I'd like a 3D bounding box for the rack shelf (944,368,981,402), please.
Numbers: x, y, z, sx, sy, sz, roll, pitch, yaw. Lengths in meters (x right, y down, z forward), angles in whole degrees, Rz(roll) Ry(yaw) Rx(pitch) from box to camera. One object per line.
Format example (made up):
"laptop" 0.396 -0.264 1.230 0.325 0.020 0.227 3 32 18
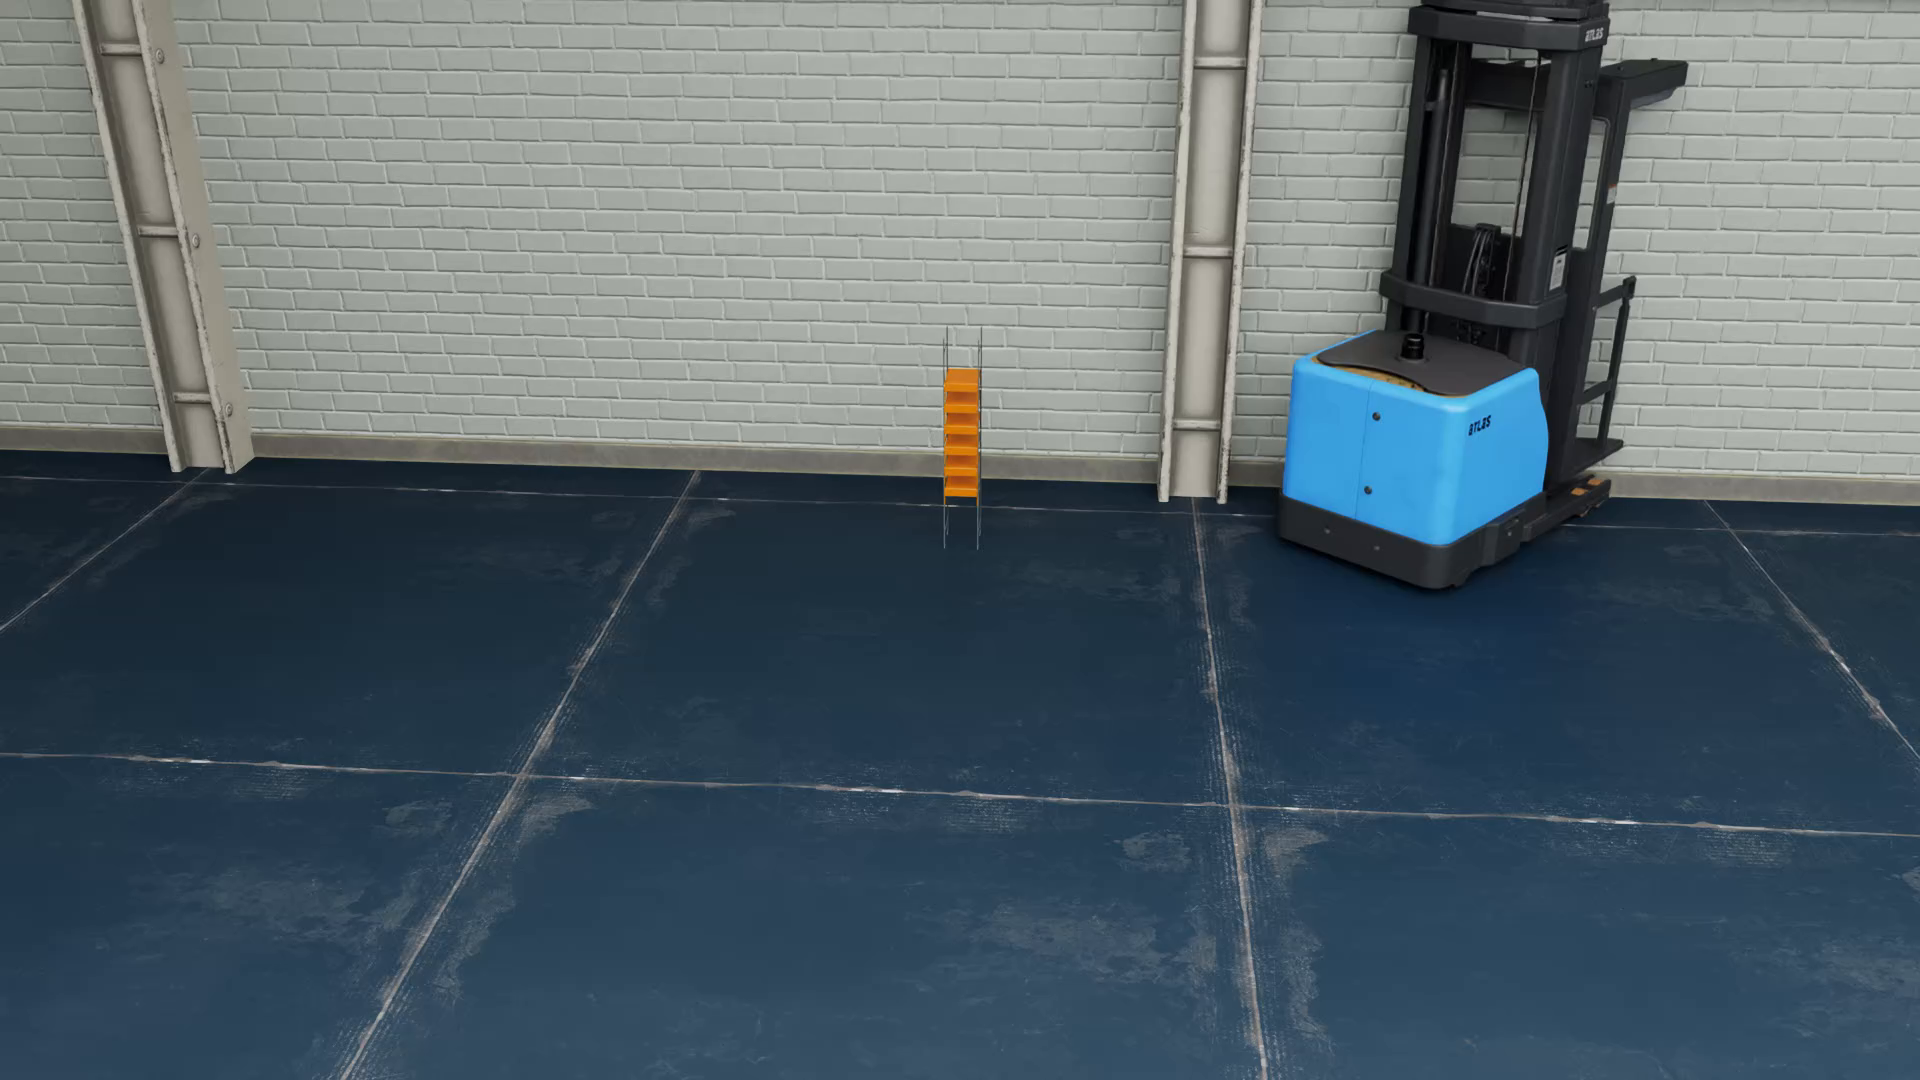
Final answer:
"rack shelf" 0.014 -0.831 8.866 0.180 0.103 0.258 2 25 4

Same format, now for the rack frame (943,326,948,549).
"rack frame" -0.077 -0.548 9.005 0.006 1.200 0.240 2 25 4

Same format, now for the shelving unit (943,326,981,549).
"shelving unit" -11.026 -0.020 7.140 21.905 1.800 5.752 2 25 4

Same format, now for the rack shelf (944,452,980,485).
"rack shelf" 0.014 -0.395 9.067 0.180 0.103 0.258 2 25 4
